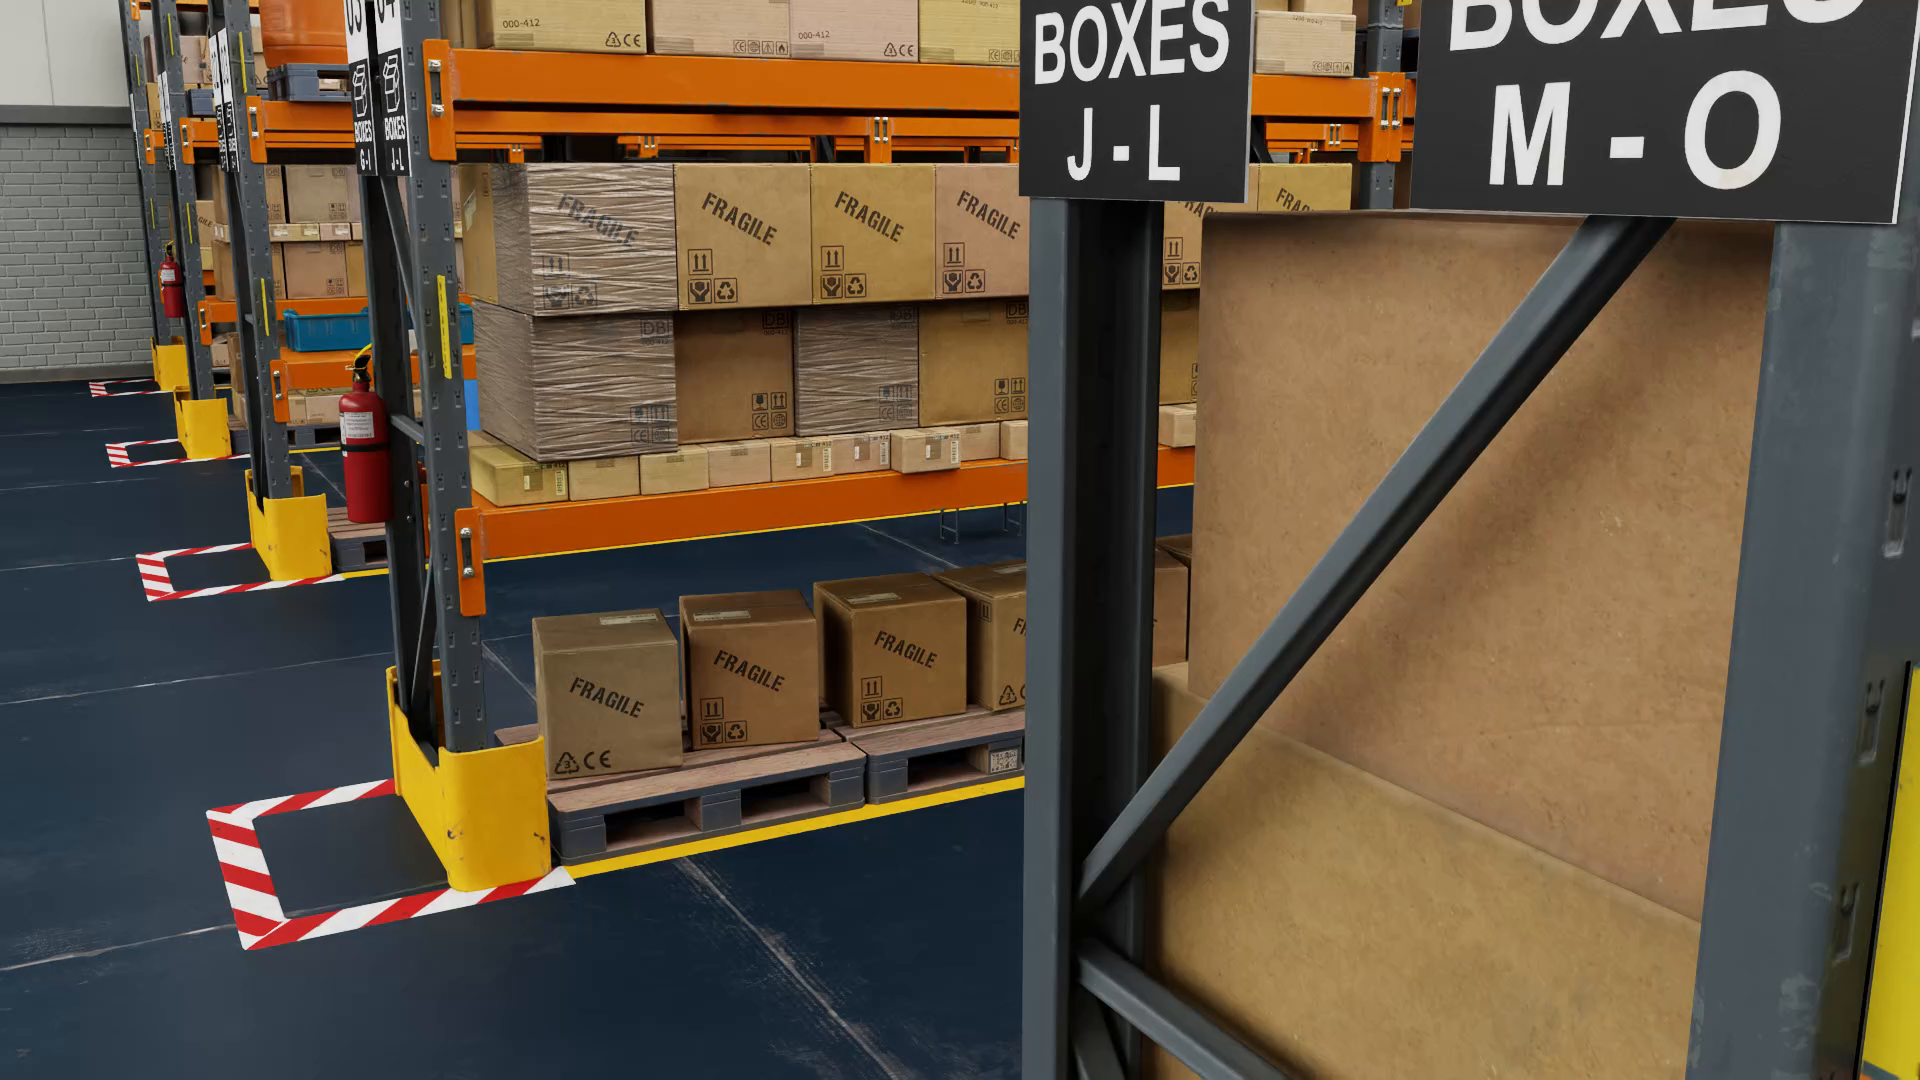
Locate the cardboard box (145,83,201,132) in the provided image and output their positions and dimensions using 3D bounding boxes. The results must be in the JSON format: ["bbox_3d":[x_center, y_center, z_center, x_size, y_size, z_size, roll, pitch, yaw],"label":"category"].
[{"bbox_3d":[-8.629,-4.742,18.241,0.500,0.500,0.500,-6,14,-26],"label":"cardboard box"}]

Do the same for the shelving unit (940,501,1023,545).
[{"bbox_3d":[0.145,-0.603,11.055,0.503,1.200,0.258,-7,14,-28],"label":"shelving unit"}]

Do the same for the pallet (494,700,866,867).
[{"bbox_3d":[-1.125,0.905,6.608,1.213,0.211,1.003,-7,14,-28],"label":"pallet"}]

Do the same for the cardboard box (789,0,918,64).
[{"bbox_3d":[-0.489,-1.867,6.082,0.500,0.250,0.500,-7,14,-28],"label":"cardboard box"}]

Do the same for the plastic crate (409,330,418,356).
[{"bbox_3d":[-3.356,-1.227,10.329,0.250,0.136,0.298,-7,14,-28],"label":"plastic crate"}]

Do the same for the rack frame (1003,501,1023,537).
[{"bbox_3d":[0.359,-0.628,11.169,0.015,1.200,0.240,-7,14,-28],"label":"rack frame"}]

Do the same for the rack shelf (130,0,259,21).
[{"bbox_3d":[-7.287,-6.017,18.997,4.000,0.370,1.077,-7,14,-28],"label":"rack shelf"}]

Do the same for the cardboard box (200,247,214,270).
[{"bbox_3d":[-8.462,-3.159,18.612,0.500,0.250,0.500,-7,15,-29],"label":"cardboard box"}]

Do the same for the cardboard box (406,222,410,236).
[{"bbox_3d":[-5.088,-2.779,14.922,0.250,0.149,0.380,-7,14,-29],"label":"cardboard box"}]

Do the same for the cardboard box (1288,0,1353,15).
[{"bbox_3d":[1.442,-2.285,7.030,0.250,0.149,0.380,-6,14,-26],"label":"cardboard box"}]

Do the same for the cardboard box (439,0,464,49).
[{"bbox_3d":[-1.621,-1.859,6.046,0.500,0.250,0.500,-6,14,-27],"label":"cardboard box"}]

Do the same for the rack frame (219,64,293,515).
[{"bbox_3d":[-4.295,-1.323,10.158,0.127,3.000,1.000,-7,14,-28],"label":"rack frame"}]

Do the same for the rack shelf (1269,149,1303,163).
[{"bbox_3d":[3.246,-5.818,24.935,4.000,0.370,1.077,-7,14,-28],"label":"rack shelf"}]

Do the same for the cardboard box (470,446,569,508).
[{"bbox_3d":[-1.558,-0.230,5.873,0.250,0.149,0.380,-7,14,-28],"label":"cardboard box"}]

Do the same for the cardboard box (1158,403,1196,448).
[{"bbox_3d":[0.903,-0.501,7.075,0.250,0.149,0.380,-7,14,-28],"label":"cardboard box"}]

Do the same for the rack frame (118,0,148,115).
[{"bbox_3d":[-9.042,-6.159,17.983,0.127,3.000,1.000,-7,14,-28],"label":"rack frame"}]

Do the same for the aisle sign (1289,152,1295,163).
[{"bbox_3d":[5.209,-6.134,25.612,0.004,0.787,0.394,-7,14,-28],"label":"aisle sign"}]

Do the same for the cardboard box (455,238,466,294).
[{"bbox_3d":[-4.892,-2.537,15.323,0.500,0.500,0.700,-6,14,-26],"label":"cardboard box"}]

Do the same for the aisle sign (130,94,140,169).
[{"bbox_3d":[-8.962,-4.436,18.065,0.004,0.787,0.394,-7,14,-28],"label":"aisle sign"}]

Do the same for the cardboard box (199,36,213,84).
[{"bbox_3d":[-8.123,-5.279,18.352,0.500,0.500,0.500,-7,14,-29],"label":"cardboard box"}]

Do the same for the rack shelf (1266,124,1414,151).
[{"bbox_3d":[4.482,-3.488,14.582,4.000,0.370,1.077,-7,14,-28],"label":"rack shelf"}]

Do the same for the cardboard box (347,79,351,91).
[{"bbox_3d":[-5.077,-4.186,14.542,0.500,0.500,0.500,-7,14,-28],"label":"cardboard box"}]

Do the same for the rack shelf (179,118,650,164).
[{"bbox_3d":[-4.910,-3.601,15.086,4.000,0.370,1.077,-7,14,-28],"label":"rack shelf"}]

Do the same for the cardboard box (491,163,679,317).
[{"bbox_3d":[-1.309,-1.056,5.787,0.500,0.500,0.500,-7,14,-28],"label":"cardboard box"}]

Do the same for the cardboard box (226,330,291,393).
[{"bbox_3d":[-6.337,-1.621,15.080,0.500,0.500,0.500,-7,14,-28],"label":"cardboard box"}]

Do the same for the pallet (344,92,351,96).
[{"bbox_3d":[-4.960,-3.897,14.964,1.213,0.211,1.003,-7,14,-28],"label":"pallet"}]

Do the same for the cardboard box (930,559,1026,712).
[{"bbox_3d":[0.212,0.401,7.230,0.500,0.500,0.500,-8,15,-33],"label":"cardboard box"}]

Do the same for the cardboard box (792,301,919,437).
[{"bbox_3d":[-0.585,-0.735,6.640,0.500,0.500,0.875,-7,14,-28],"label":"cardboard box"}]

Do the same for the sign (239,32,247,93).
[{"bbox_3d":[-4.035,-2.685,9.354,0.005,0.325,0.100,-7,14,-28],"label":"sign"}]

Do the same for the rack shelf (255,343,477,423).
[{"bbox_3d":[-2.540,-1.183,11.172,4.000,0.370,1.077,-7,14,-28],"label":"rack shelf"}]

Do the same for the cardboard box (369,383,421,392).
[{"bbox_3d":[-5.217,-1.629,15.115,0.500,0.500,0.500,-7,14,-28],"label":"cardboard box"}]

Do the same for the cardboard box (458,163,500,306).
[{"bbox_3d":[-1.558,-1.156,6.232,0.500,0.500,0.500,-7,14,-28],"label":"cardboard box"}]

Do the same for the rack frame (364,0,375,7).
[{"bbox_3d":[-1.922,-3.296,5.258,0.127,3.000,1.000,-7,14,-28],"label":"rack frame"}]

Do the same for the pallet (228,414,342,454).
[{"bbox_3d":[-6.014,-1.007,15.101,1.213,0.211,1.003,-7,14,-28],"label":"pallet"}]

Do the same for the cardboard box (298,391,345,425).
[{"bbox_3d":[-5.651,-1.209,14.954,0.500,0.250,0.500,-7,14,-28],"label":"cardboard box"}]

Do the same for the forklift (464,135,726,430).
[{"bbox_3d":[-2.400,-1.925,12.987,3.031,2.935,1.130,-6,14,-26],"label":"forklift"}]

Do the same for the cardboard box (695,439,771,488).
[{"bbox_3d":[-0.893,-0.307,6.212,0.250,0.149,0.380,-7,14,-28],"label":"cardboard box"}]

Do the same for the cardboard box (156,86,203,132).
[{"bbox_3d":[-8.797,-4.847,18.711,0.500,0.500,0.500,-6,14,-24],"label":"cardboard box"}]

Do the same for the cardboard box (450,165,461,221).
[{"bbox_3d":[-4.862,-3.175,15.201,0.500,0.500,0.700,-7,14,-28],"label":"cardboard box"}]

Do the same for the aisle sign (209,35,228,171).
[{"bbox_3d":[-4.501,-2.641,10.093,0.004,0.787,0.394,-7,14,-28],"label":"aisle sign"}]

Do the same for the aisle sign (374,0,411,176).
[{"bbox_3d":[-1.833,-1.573,5.345,0.004,0.787,0.394,-7,14,-28],"label":"aisle sign"}]

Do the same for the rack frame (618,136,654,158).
[{"bbox_3d":[-3.154,-2.699,16.271,0.127,3.000,1.000,-7,14,-28],"label":"rack frame"}]

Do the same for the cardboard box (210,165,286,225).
[{"bbox_3d":[-6.203,-3.012,14.480,0.500,0.500,0.700,-7,14,-28],"label":"cardboard box"}]

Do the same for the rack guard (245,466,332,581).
[{"bbox_3d":[-4.251,-0.121,10.508,0.348,0.500,1.175,-7,14,-28],"label":"rack guard"}]

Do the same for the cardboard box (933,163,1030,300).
[{"bbox_3d":[0.008,-1.214,6.488,0.500,0.500,0.500,-7,14,-28],"label":"cardboard box"}]

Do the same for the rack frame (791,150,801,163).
[{"bbox_3d":[-2.020,-4.074,22.381,0.127,3.000,1.000,-7,14,-28],"label":"rack frame"}]

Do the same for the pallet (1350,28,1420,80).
[{"bbox_3d":[2.182,-2.206,7.675,1.003,0.211,1.213,-7,14,-28],"label":"pallet"}]

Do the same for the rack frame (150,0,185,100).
[{"bbox_3d":[-6.665,-5.205,13.742,0.127,3.000,1.000,-7,14,-28],"label":"rack frame"}]

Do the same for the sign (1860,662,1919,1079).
[{"bbox_3d":[0.627,0.244,1.040,0.005,0.325,0.100,-7,14,-28],"label":"sign"}]

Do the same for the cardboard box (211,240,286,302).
[{"bbox_3d":[-6.249,-2.374,14.597,0.500,0.500,0.700,-7,14,-28],"label":"cardboard box"}]

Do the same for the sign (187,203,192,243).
[{"bbox_3d":[-6.405,-2.632,13.819,0.005,0.325,0.100,-7,14,-28],"label":"sign"}]

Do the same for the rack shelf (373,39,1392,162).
[{"bbox_3d":[-0.167,-1.692,6.601,4.000,0.370,1.077,-7,14,-28],"label":"rack shelf"}]

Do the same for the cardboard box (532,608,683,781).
[{"bbox_3d":[-1.366,0.583,6.422,0.500,0.500,0.500,-4,13,-17],"label":"cardboard box"}]

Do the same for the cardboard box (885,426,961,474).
[{"bbox_3d":[-0.195,-0.369,6.491,0.250,0.149,0.380,-7,14,-28],"label":"cardboard box"}]

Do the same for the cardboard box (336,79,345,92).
[{"bbox_3d":[-5.781,-4.114,14.791,0.500,0.250,0.500,-7,14,-28],"label":"cardboard box"}]

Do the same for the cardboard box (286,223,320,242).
[{"bbox_3d":[-5.768,-2.698,14.559,0.250,0.149,0.380,-7,14,-28],"label":"cardboard box"}]

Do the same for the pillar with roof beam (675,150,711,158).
[{"bbox_3d":[-1.513,-6.201,18.169,0.400,9.000,9.100,-7,14,-28],"label":"pillar with roof beam"}]
